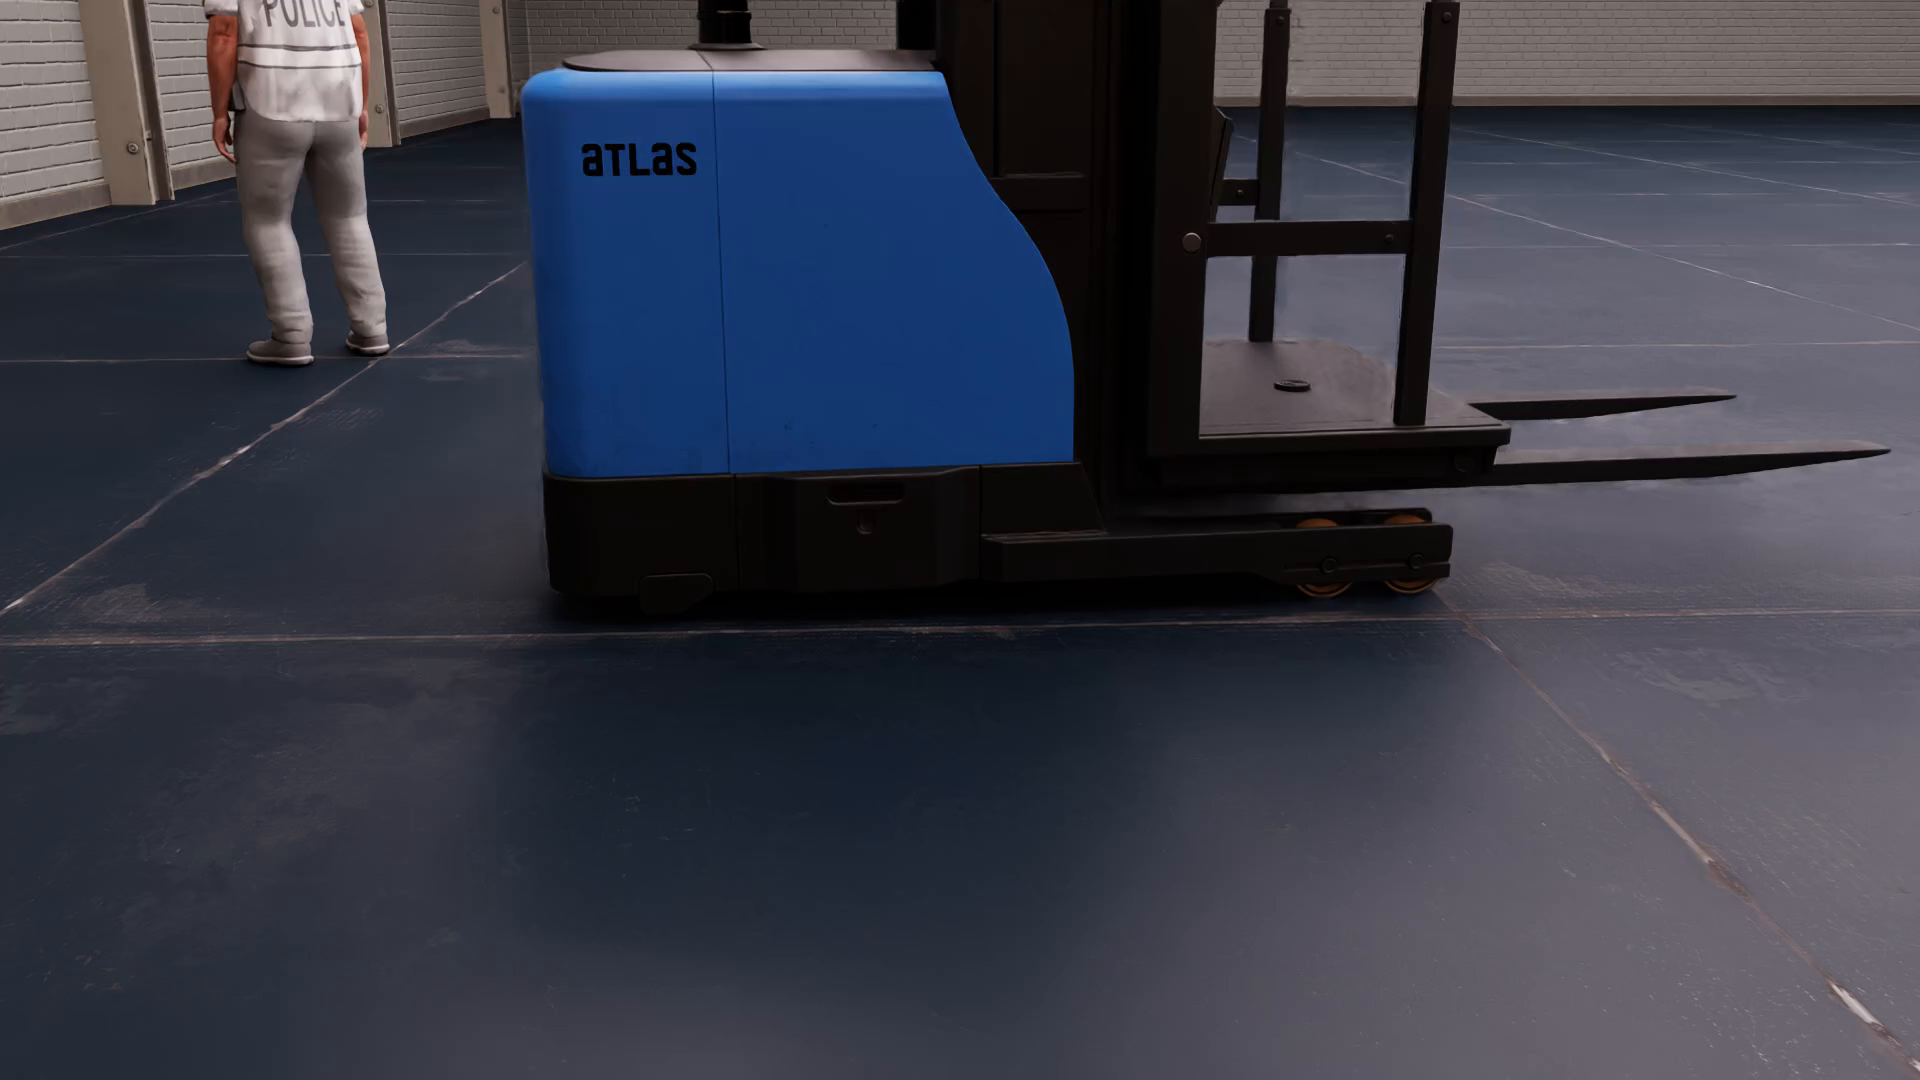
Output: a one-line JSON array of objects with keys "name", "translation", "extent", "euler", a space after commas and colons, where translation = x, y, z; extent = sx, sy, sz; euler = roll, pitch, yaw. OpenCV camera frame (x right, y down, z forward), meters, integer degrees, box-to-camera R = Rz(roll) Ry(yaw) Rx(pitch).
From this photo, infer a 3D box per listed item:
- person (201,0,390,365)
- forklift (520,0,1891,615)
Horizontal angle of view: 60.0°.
[{"name": "person", "translation": [-2.329, -1.497, 5.823], "extent": [0.442, 1.746, 0.590], "euler": [15, 23, 41]}, {"name": "forklift", "translation": [0.605, -1.430, 3.582], "extent": [3.031, 2.935, 1.130], "euler": [-2, 17, -8]}]
